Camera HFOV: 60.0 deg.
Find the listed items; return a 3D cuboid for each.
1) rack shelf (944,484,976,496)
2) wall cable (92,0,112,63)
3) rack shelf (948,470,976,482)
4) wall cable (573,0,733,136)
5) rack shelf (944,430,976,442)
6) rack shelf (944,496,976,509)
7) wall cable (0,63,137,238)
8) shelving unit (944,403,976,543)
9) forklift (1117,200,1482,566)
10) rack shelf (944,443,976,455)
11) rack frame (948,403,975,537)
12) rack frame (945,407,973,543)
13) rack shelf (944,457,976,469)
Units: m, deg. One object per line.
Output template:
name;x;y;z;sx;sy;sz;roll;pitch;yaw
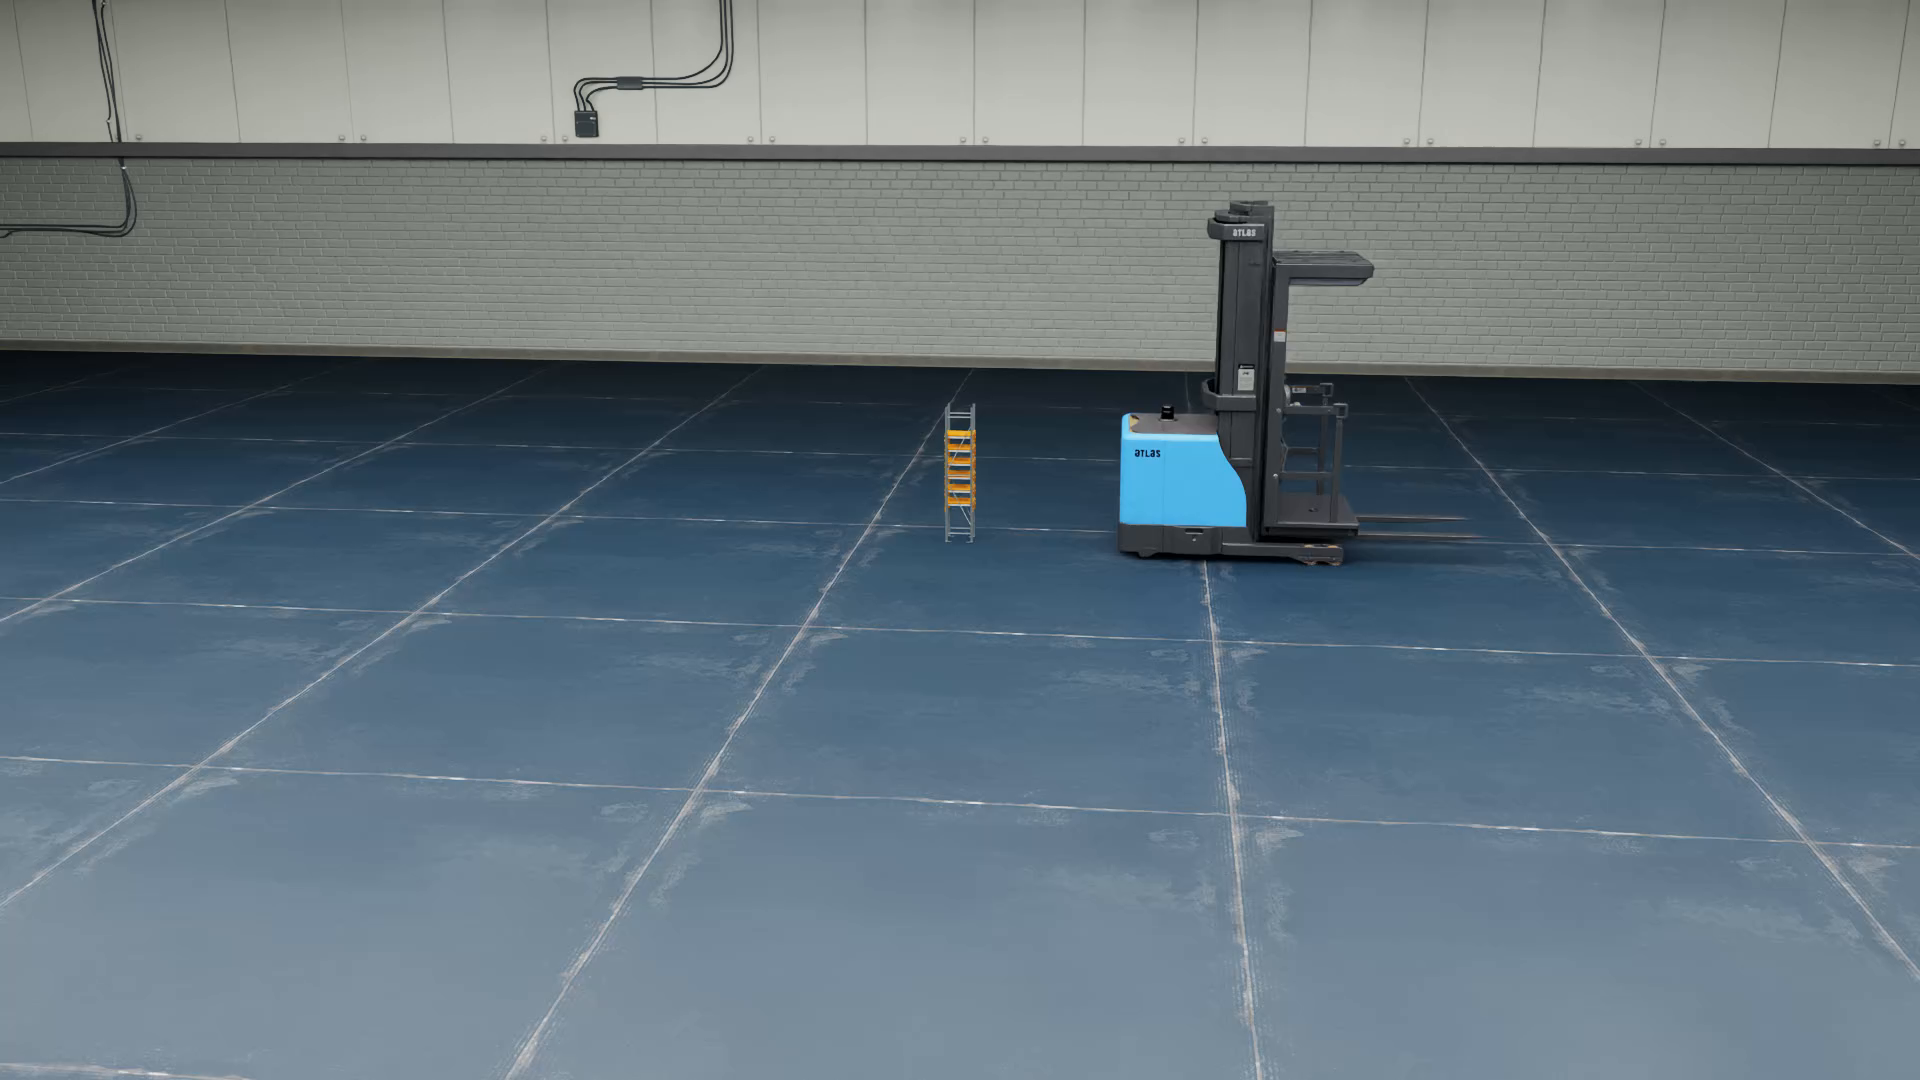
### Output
rack shelf;0.002;-0.424;14.562;0.258;0.103;0.180;2;15;6
wall cable;-11.024;-8.075;23.559;3.097;2.526;0.112;2;15;6
rack shelf;0.002;-0.540;14.531;0.258;0.103;0.180;2;15;6
wall cable;-4.281;-8.574;22.614;2.305;6.003;0.169;2;15;6
rack shelf;0.002;-0.888;14.437;0.258;0.103;0.180;2;15;6
rack shelf;0.002;-0.308;14.594;0.258;0.103;0.180;2;15;6
wall cable;-13.712;-5.717;24.512;3.097;2.526;0.112;2;15;6
shelving unit;0.002;-0.583;14.519;0.258;1.200;0.189;2;15;6
forklift;2.886;-1.348;14.031;3.031;2.935;1.130;1;15;5
rack shelf;0.002;-0.772;14.468;0.258;0.103;0.180;2;15;6
rack frame;0.012;-0.607;14.607;0.240;1.200;0.006;2;15;6
rack frame;-0.009;-0.559;14.432;0.240;1.200;0.006;2;15;6
rack shelf;0.002;-0.656;14.500;0.258;0.103;0.180;2;15;6
